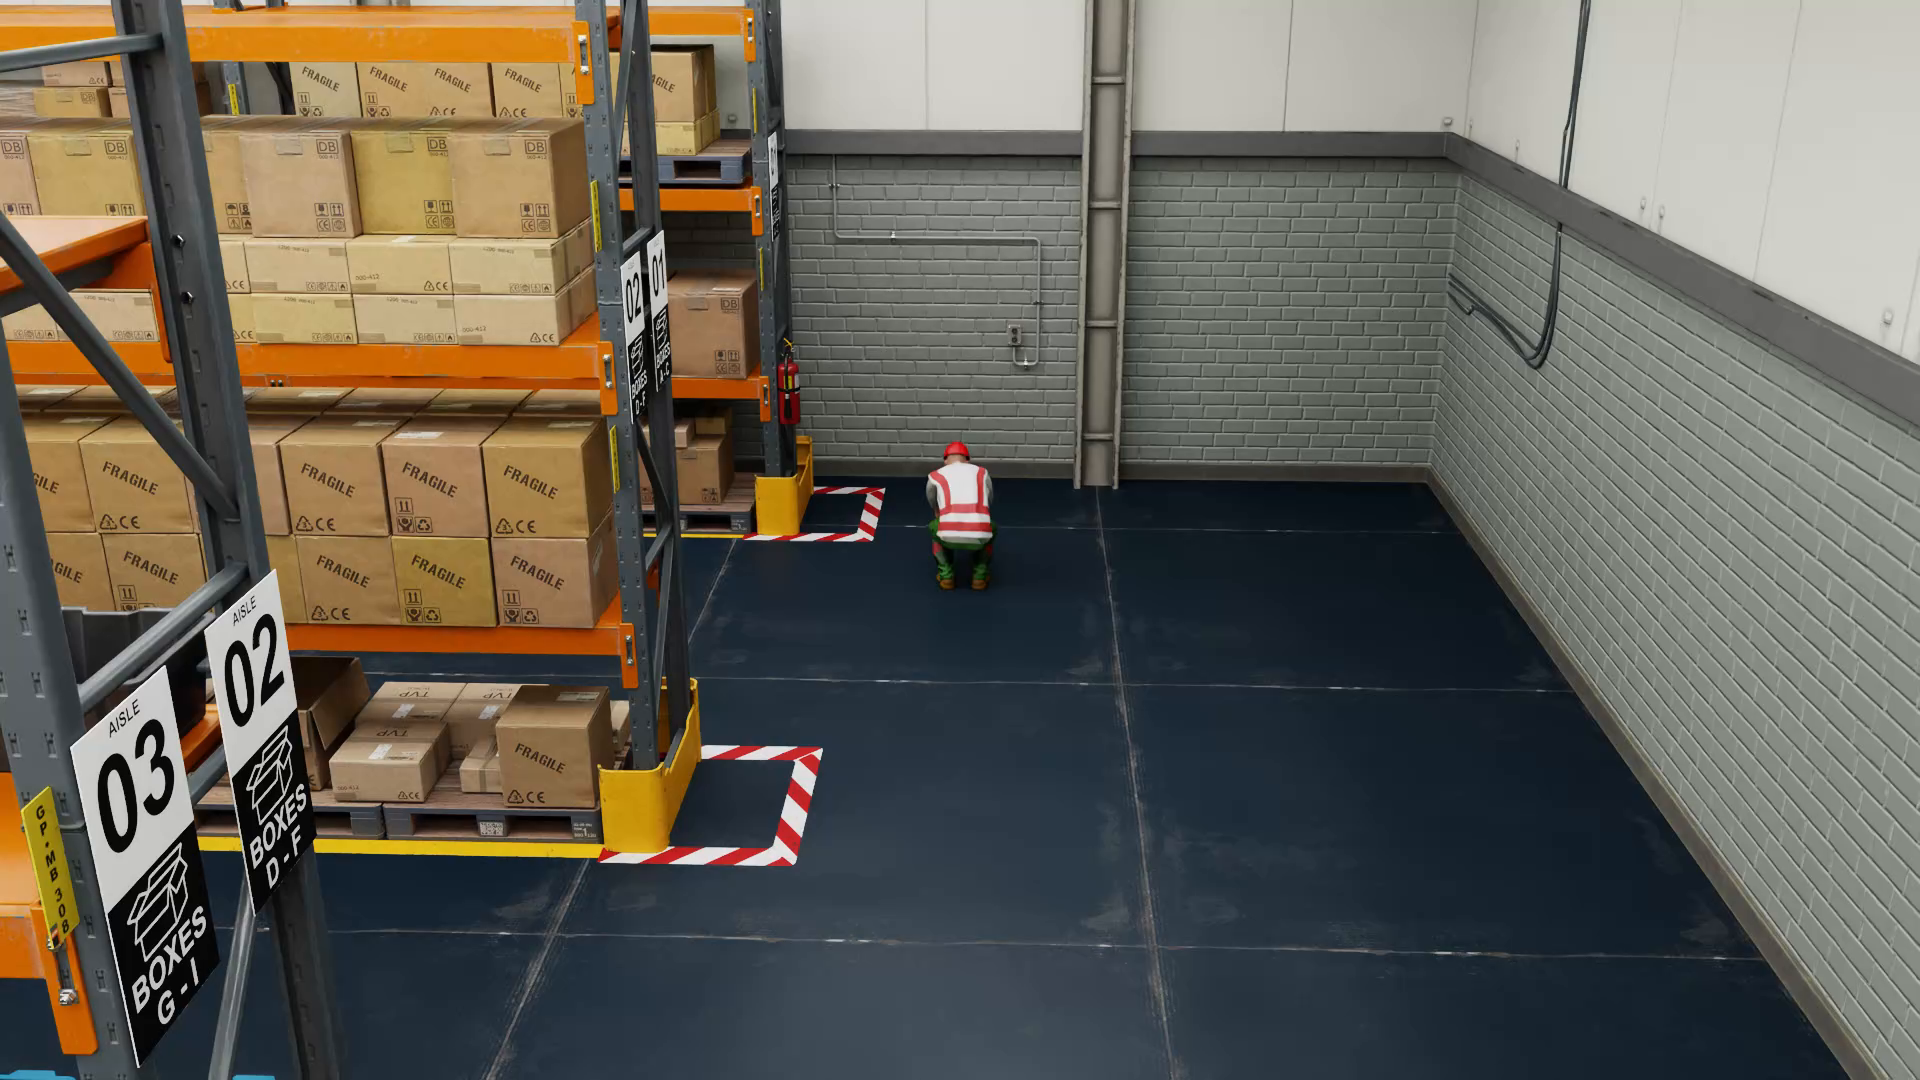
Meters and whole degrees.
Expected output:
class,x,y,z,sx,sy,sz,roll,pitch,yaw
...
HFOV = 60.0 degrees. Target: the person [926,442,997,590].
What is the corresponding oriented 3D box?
class,x,y,z,sx,sy,sz,roll,pitch,yaw
person,0.014,-0.179,12.656,0.545,1.001,0.885,0,21,1
